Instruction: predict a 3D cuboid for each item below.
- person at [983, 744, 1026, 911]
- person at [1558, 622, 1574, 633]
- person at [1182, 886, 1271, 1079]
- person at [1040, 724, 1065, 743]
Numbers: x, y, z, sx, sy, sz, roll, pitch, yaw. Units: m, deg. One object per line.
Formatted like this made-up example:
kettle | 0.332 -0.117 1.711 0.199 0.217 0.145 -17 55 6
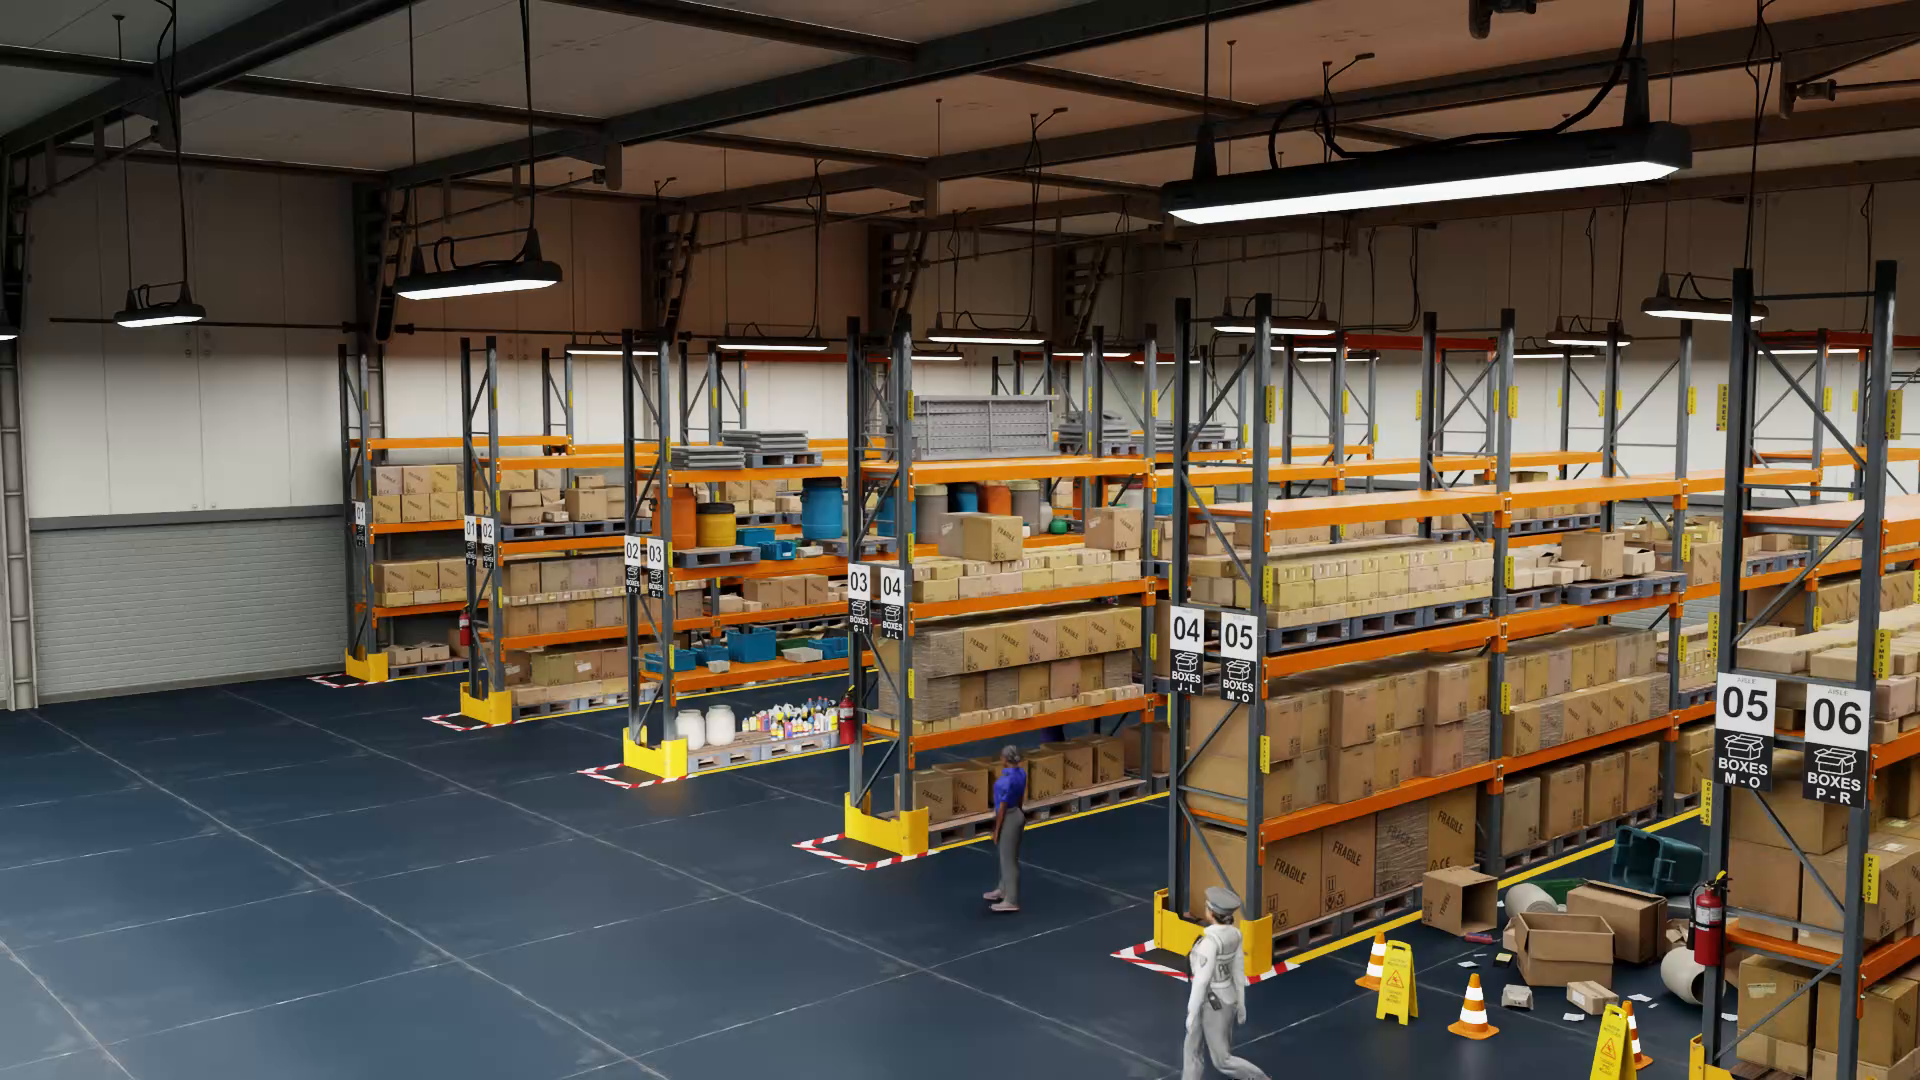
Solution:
person | 0.426 2.846 16.642 0.449 1.656 0.536 1 5 11
person | 9.314 2.005 25.598 0.621 1.836 0.404 -3 6 -28
person | 1.831 3.283 11.782 0.843 1.653 0.441 0 5 2
person | 1.253 2.298 22.834 0.363 1.649 0.514 3 6 33
